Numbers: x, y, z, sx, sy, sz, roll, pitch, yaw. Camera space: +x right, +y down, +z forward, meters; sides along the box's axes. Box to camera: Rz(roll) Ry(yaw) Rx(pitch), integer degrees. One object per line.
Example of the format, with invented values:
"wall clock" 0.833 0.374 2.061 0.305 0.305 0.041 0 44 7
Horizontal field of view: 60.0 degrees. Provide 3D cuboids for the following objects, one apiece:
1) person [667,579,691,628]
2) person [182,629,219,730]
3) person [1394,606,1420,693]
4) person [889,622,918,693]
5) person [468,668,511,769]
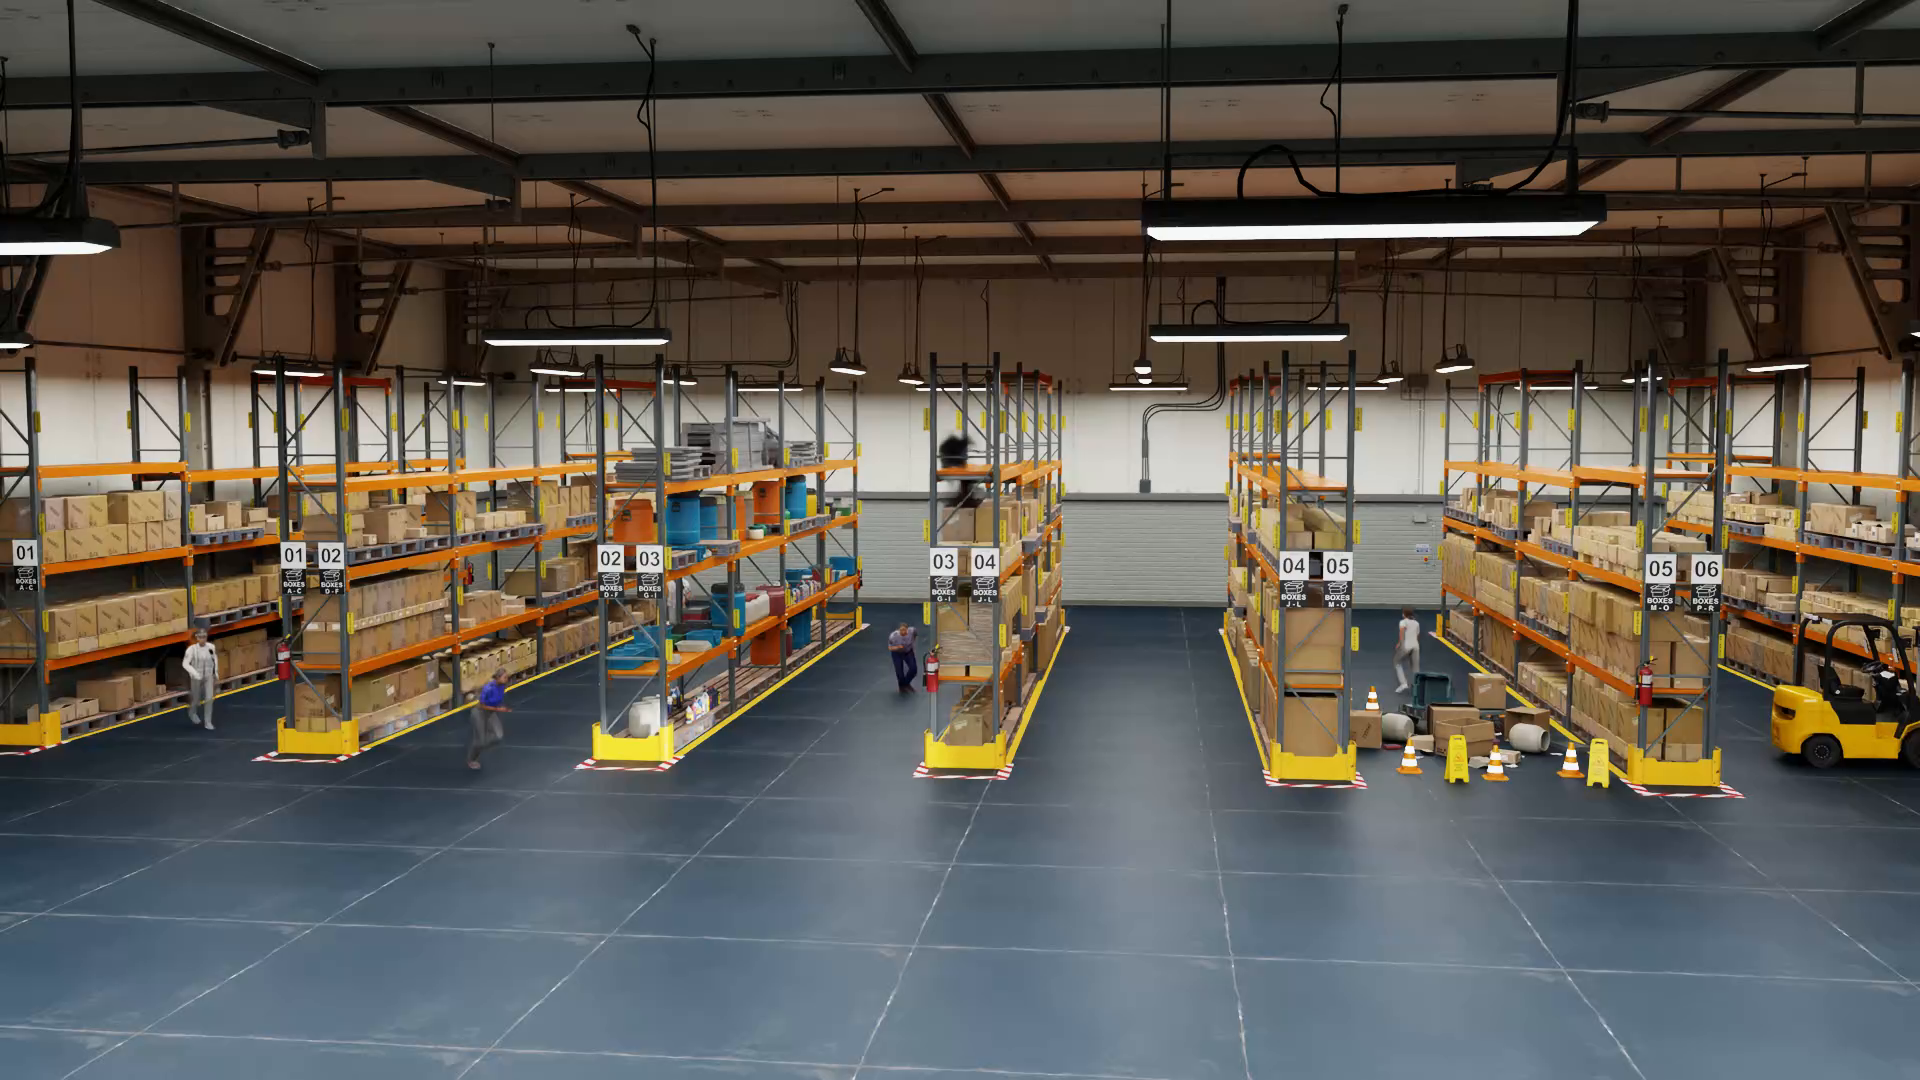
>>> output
"person" -6.457 1.479 37.909 0.661 1.708 0.673 -1 4 -10
"person" -12.431 2.247 27.208 0.585 1.648 0.886 -3 5 -39
"person" 8.254 2.041 30.603 0.556 1.602 0.921 -1 4 -9
"person" -1.047 2.161 30.623 0.606 1.388 0.940 -1 4 -14
"person" -6.768 2.571 24.042 0.827 1.471 0.595 2 4 26
